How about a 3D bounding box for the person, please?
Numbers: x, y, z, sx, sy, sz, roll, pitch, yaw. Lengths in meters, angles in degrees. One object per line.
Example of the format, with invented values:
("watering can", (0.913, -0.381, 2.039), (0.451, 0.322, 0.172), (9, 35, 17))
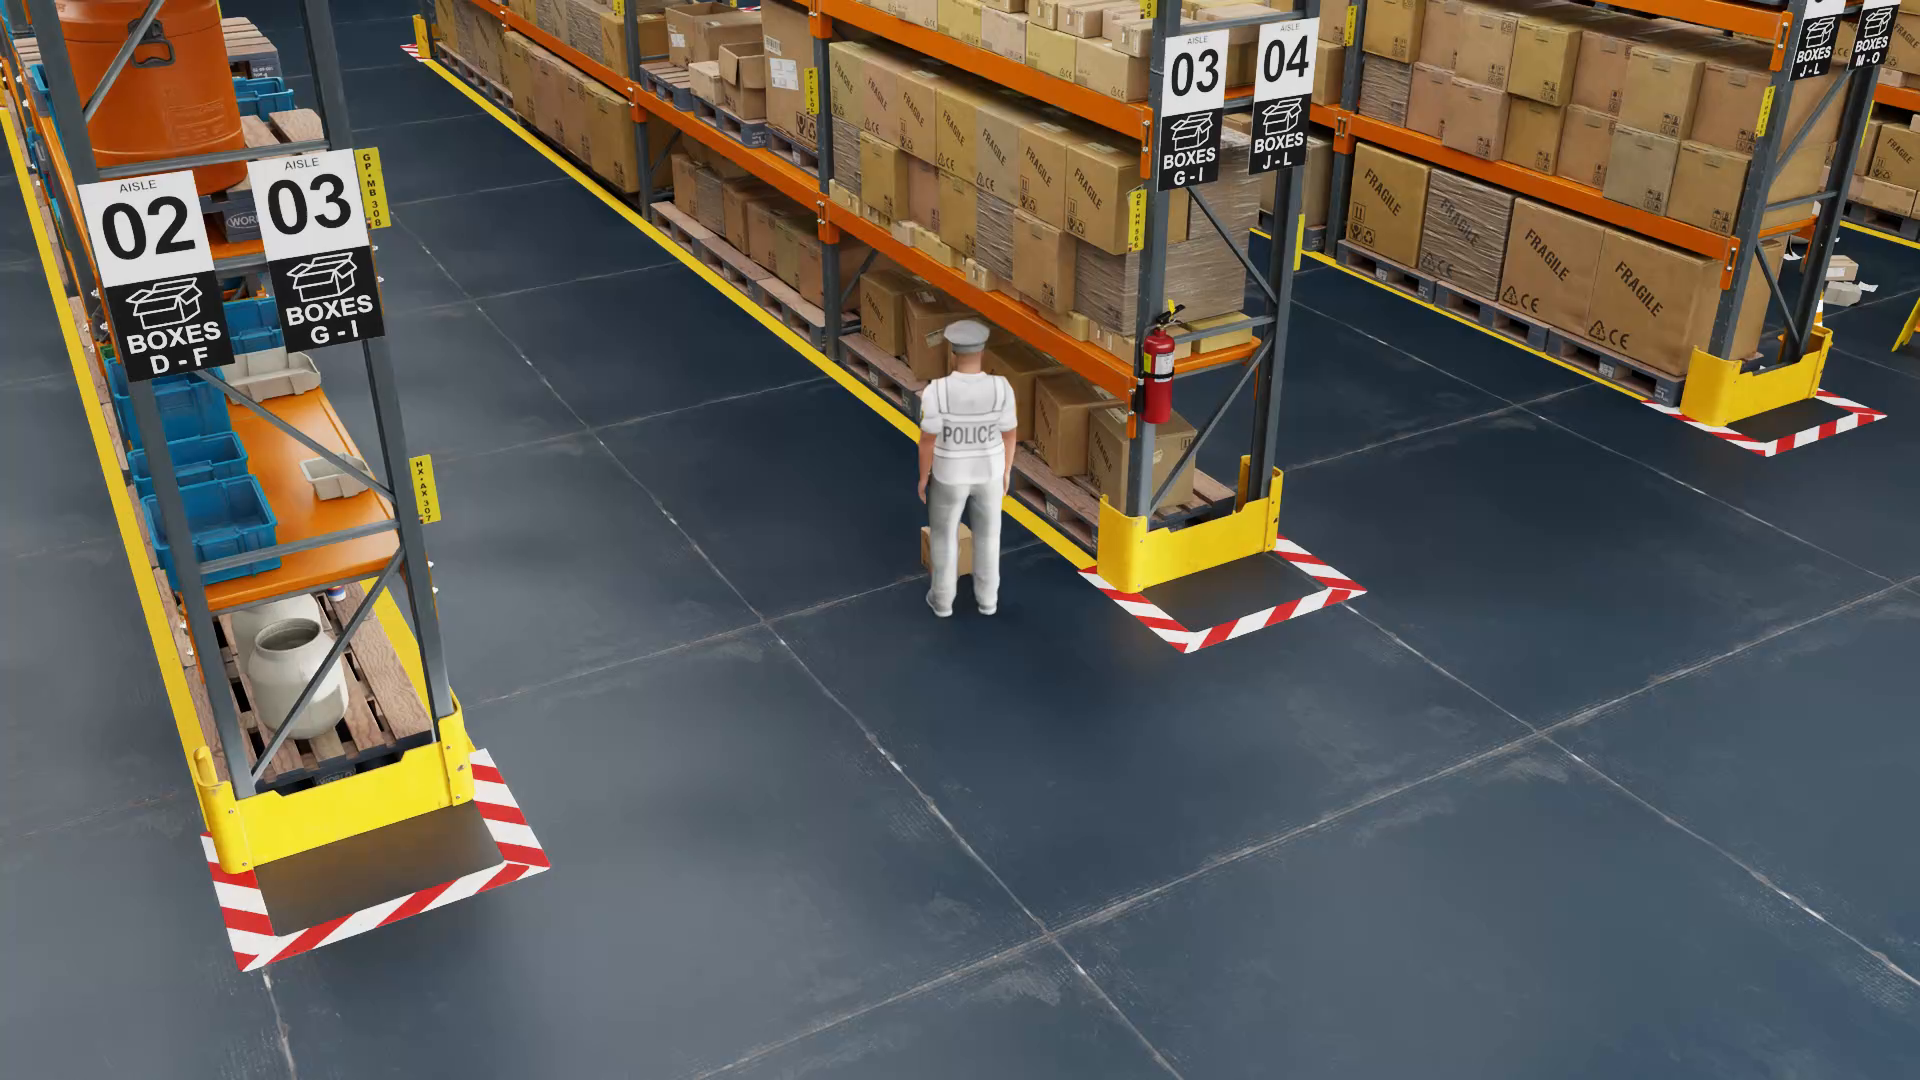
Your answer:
("person", (0.029, -0.372, 9.225), (0.543, 1.758, 0.434), (-5, 29, -9))
